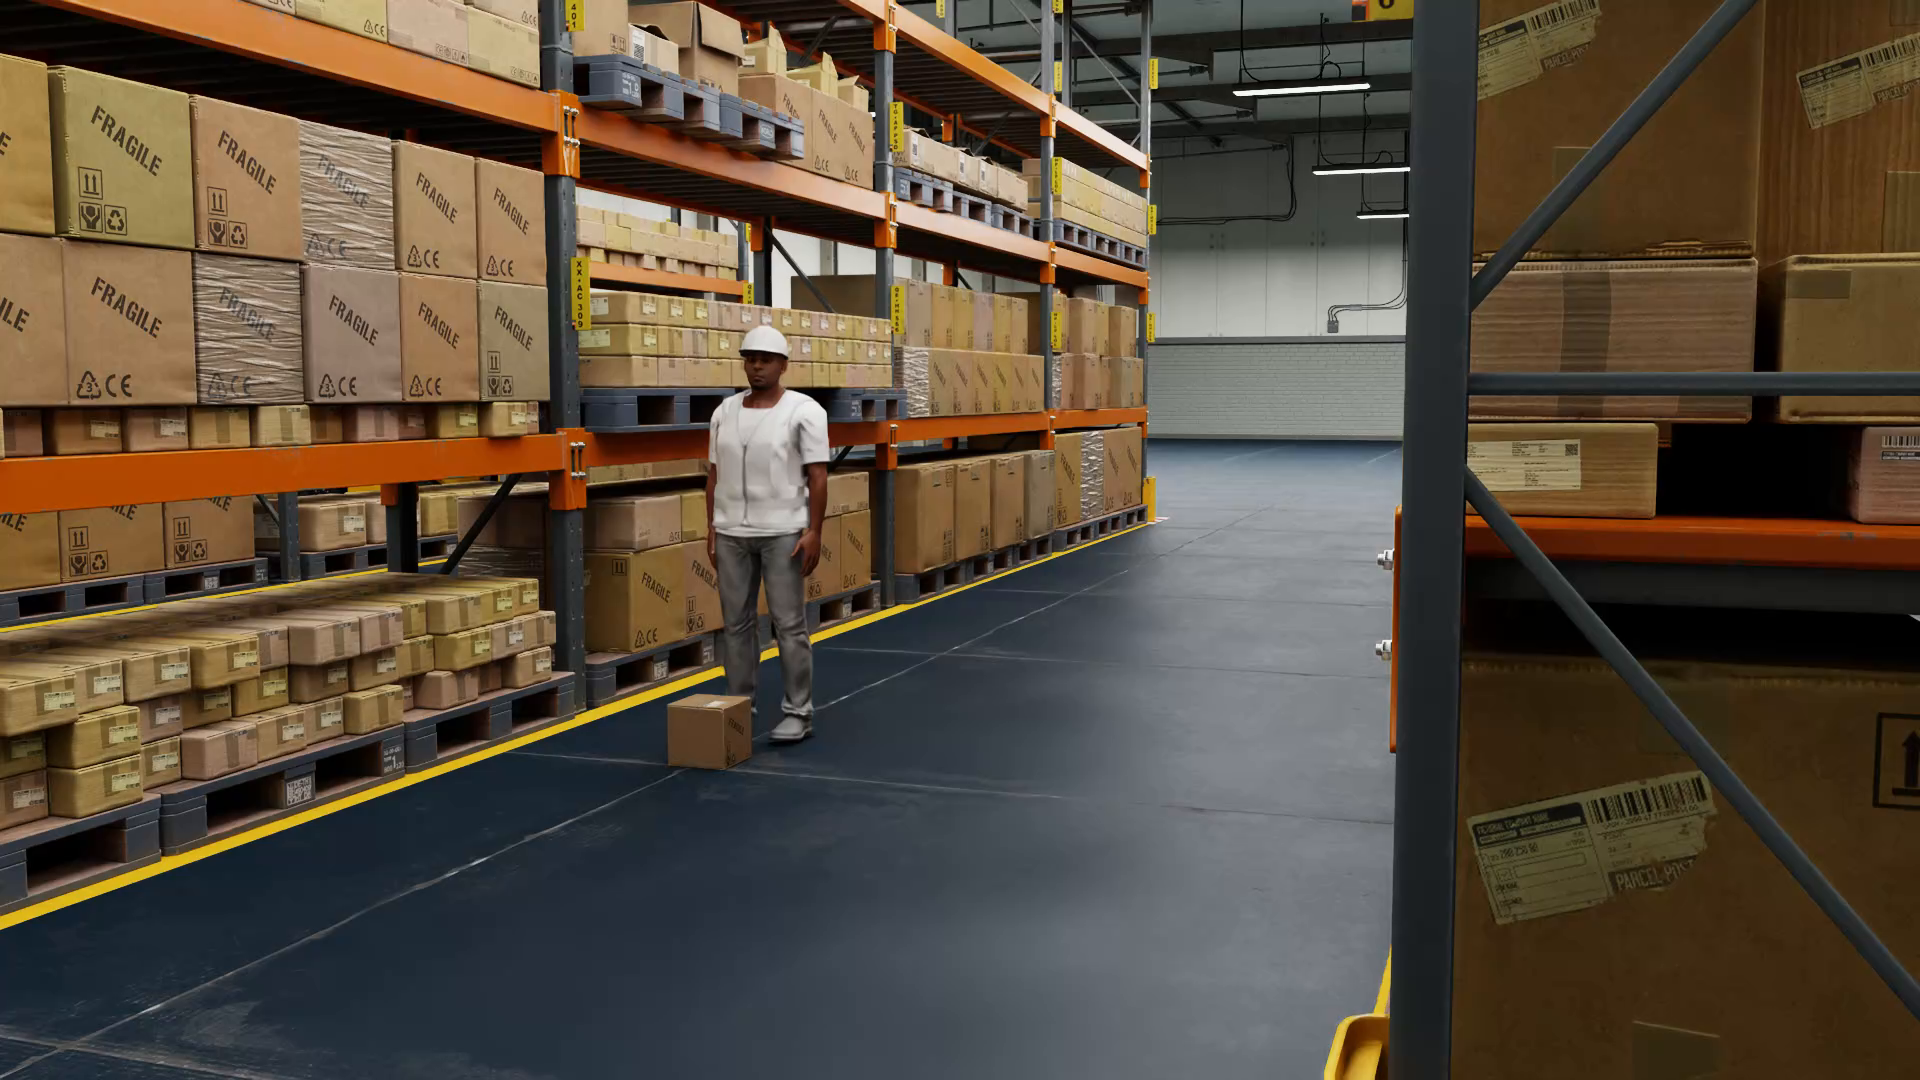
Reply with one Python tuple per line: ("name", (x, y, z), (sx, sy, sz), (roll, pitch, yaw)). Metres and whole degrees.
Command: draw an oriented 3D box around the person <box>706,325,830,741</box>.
("person", (-0.839, -0.030, 7.120), (0.564, 1.767, 0.360), (2, 5, 19))
